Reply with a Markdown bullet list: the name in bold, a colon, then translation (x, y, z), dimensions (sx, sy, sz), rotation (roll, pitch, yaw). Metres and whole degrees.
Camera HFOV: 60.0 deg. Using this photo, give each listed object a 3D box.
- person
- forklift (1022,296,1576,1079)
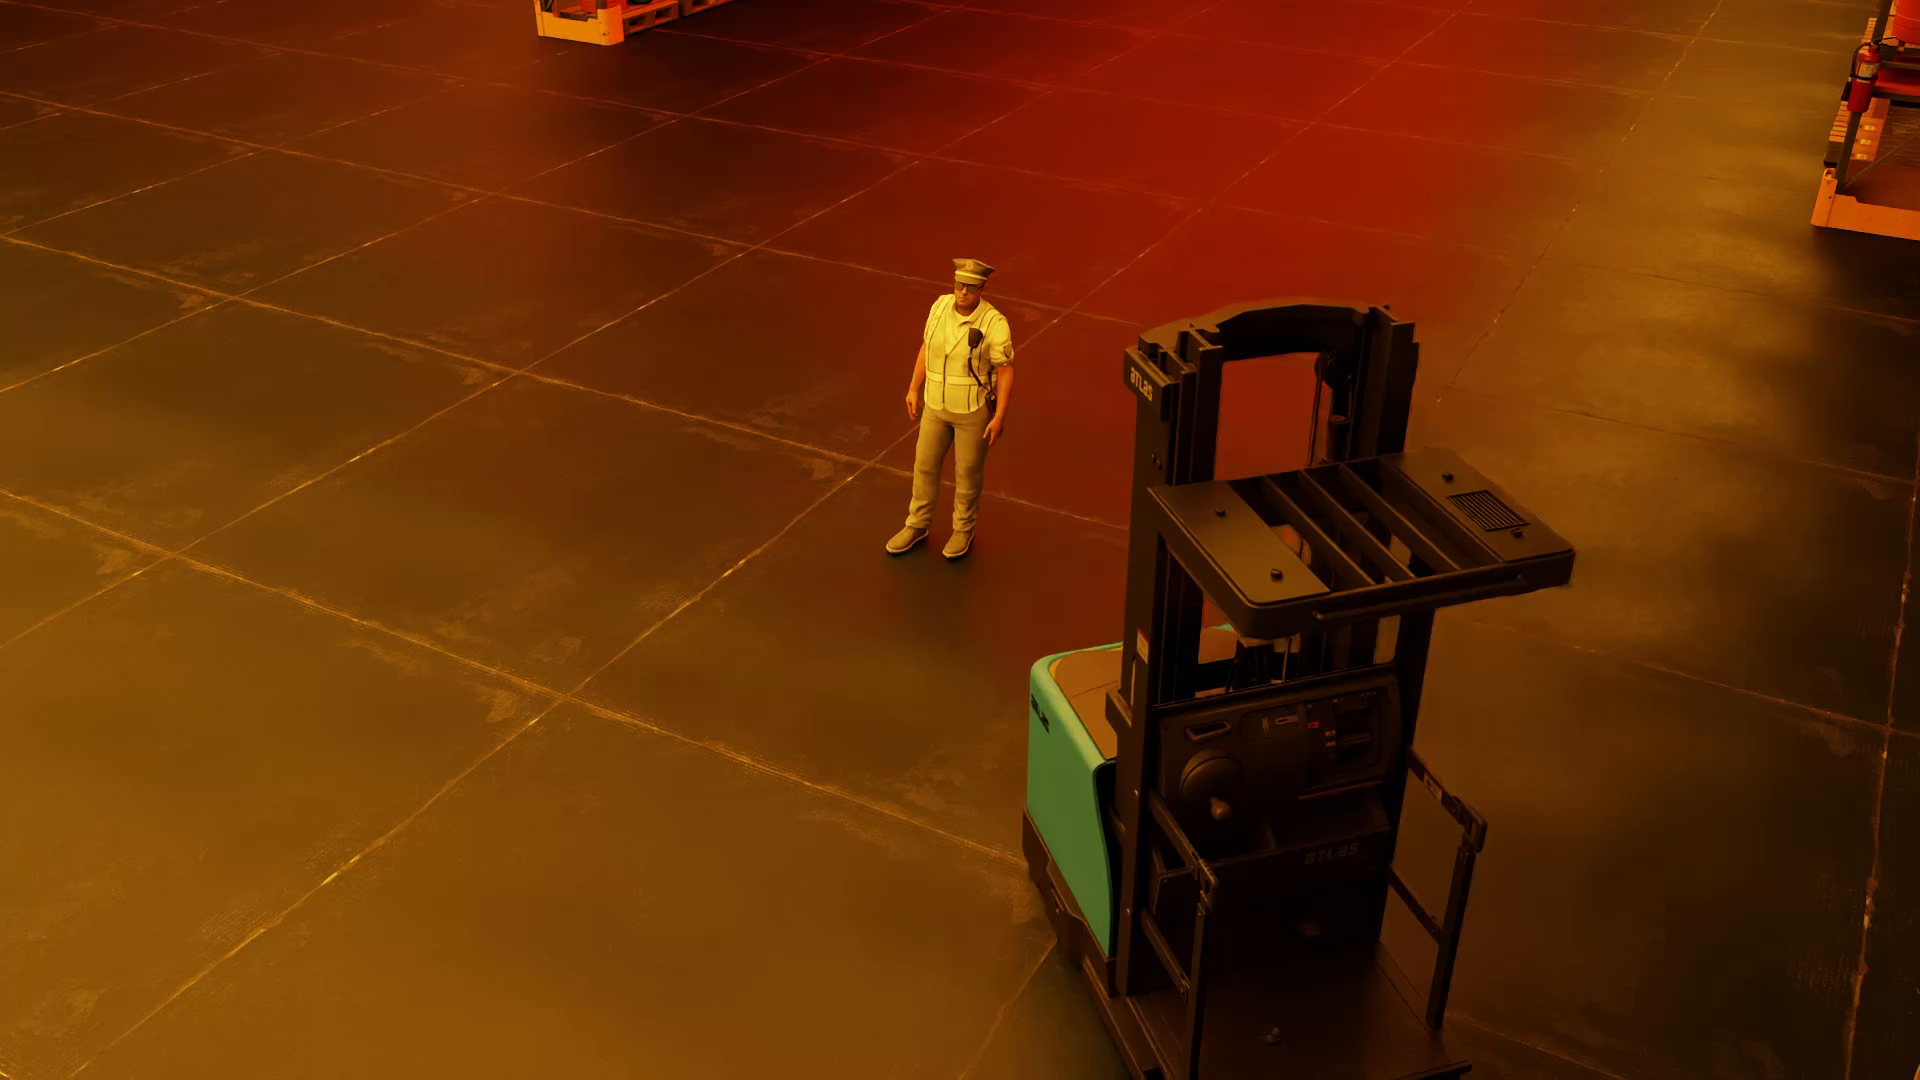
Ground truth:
- **person**: translation (-0.048, -0.746, 9.501), dimensions (0.640, 1.779, 0.575), rotation (15, 33, 25)
- **forklift**: translation (1.204, 0.785, 5.710), dimensions (1.130, 2.935, 3.031), rotation (-9, 31, -15)
